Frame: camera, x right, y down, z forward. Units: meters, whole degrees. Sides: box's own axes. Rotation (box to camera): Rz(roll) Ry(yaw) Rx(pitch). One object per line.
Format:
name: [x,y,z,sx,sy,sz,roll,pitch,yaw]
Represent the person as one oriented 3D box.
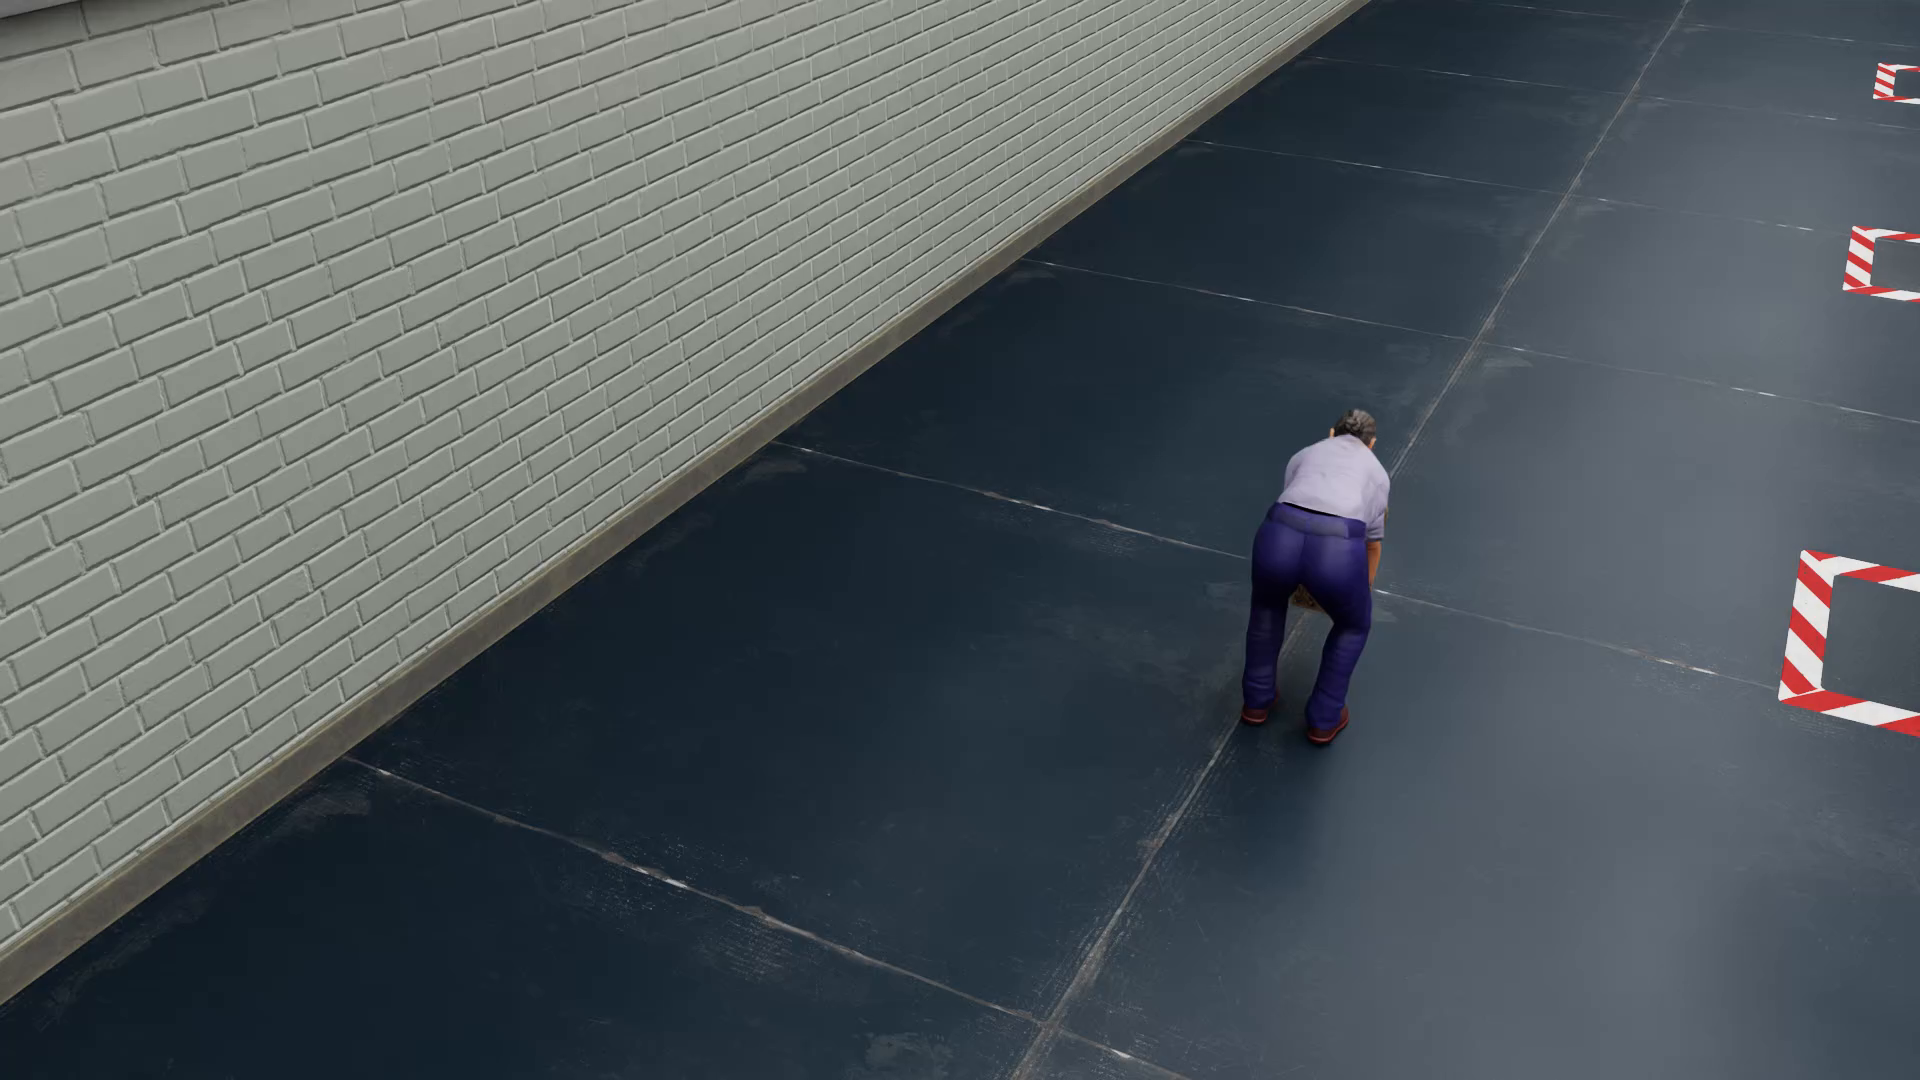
person: [1.404,0.131,6.458,0.470,1.111,0.898,13,33,22]
